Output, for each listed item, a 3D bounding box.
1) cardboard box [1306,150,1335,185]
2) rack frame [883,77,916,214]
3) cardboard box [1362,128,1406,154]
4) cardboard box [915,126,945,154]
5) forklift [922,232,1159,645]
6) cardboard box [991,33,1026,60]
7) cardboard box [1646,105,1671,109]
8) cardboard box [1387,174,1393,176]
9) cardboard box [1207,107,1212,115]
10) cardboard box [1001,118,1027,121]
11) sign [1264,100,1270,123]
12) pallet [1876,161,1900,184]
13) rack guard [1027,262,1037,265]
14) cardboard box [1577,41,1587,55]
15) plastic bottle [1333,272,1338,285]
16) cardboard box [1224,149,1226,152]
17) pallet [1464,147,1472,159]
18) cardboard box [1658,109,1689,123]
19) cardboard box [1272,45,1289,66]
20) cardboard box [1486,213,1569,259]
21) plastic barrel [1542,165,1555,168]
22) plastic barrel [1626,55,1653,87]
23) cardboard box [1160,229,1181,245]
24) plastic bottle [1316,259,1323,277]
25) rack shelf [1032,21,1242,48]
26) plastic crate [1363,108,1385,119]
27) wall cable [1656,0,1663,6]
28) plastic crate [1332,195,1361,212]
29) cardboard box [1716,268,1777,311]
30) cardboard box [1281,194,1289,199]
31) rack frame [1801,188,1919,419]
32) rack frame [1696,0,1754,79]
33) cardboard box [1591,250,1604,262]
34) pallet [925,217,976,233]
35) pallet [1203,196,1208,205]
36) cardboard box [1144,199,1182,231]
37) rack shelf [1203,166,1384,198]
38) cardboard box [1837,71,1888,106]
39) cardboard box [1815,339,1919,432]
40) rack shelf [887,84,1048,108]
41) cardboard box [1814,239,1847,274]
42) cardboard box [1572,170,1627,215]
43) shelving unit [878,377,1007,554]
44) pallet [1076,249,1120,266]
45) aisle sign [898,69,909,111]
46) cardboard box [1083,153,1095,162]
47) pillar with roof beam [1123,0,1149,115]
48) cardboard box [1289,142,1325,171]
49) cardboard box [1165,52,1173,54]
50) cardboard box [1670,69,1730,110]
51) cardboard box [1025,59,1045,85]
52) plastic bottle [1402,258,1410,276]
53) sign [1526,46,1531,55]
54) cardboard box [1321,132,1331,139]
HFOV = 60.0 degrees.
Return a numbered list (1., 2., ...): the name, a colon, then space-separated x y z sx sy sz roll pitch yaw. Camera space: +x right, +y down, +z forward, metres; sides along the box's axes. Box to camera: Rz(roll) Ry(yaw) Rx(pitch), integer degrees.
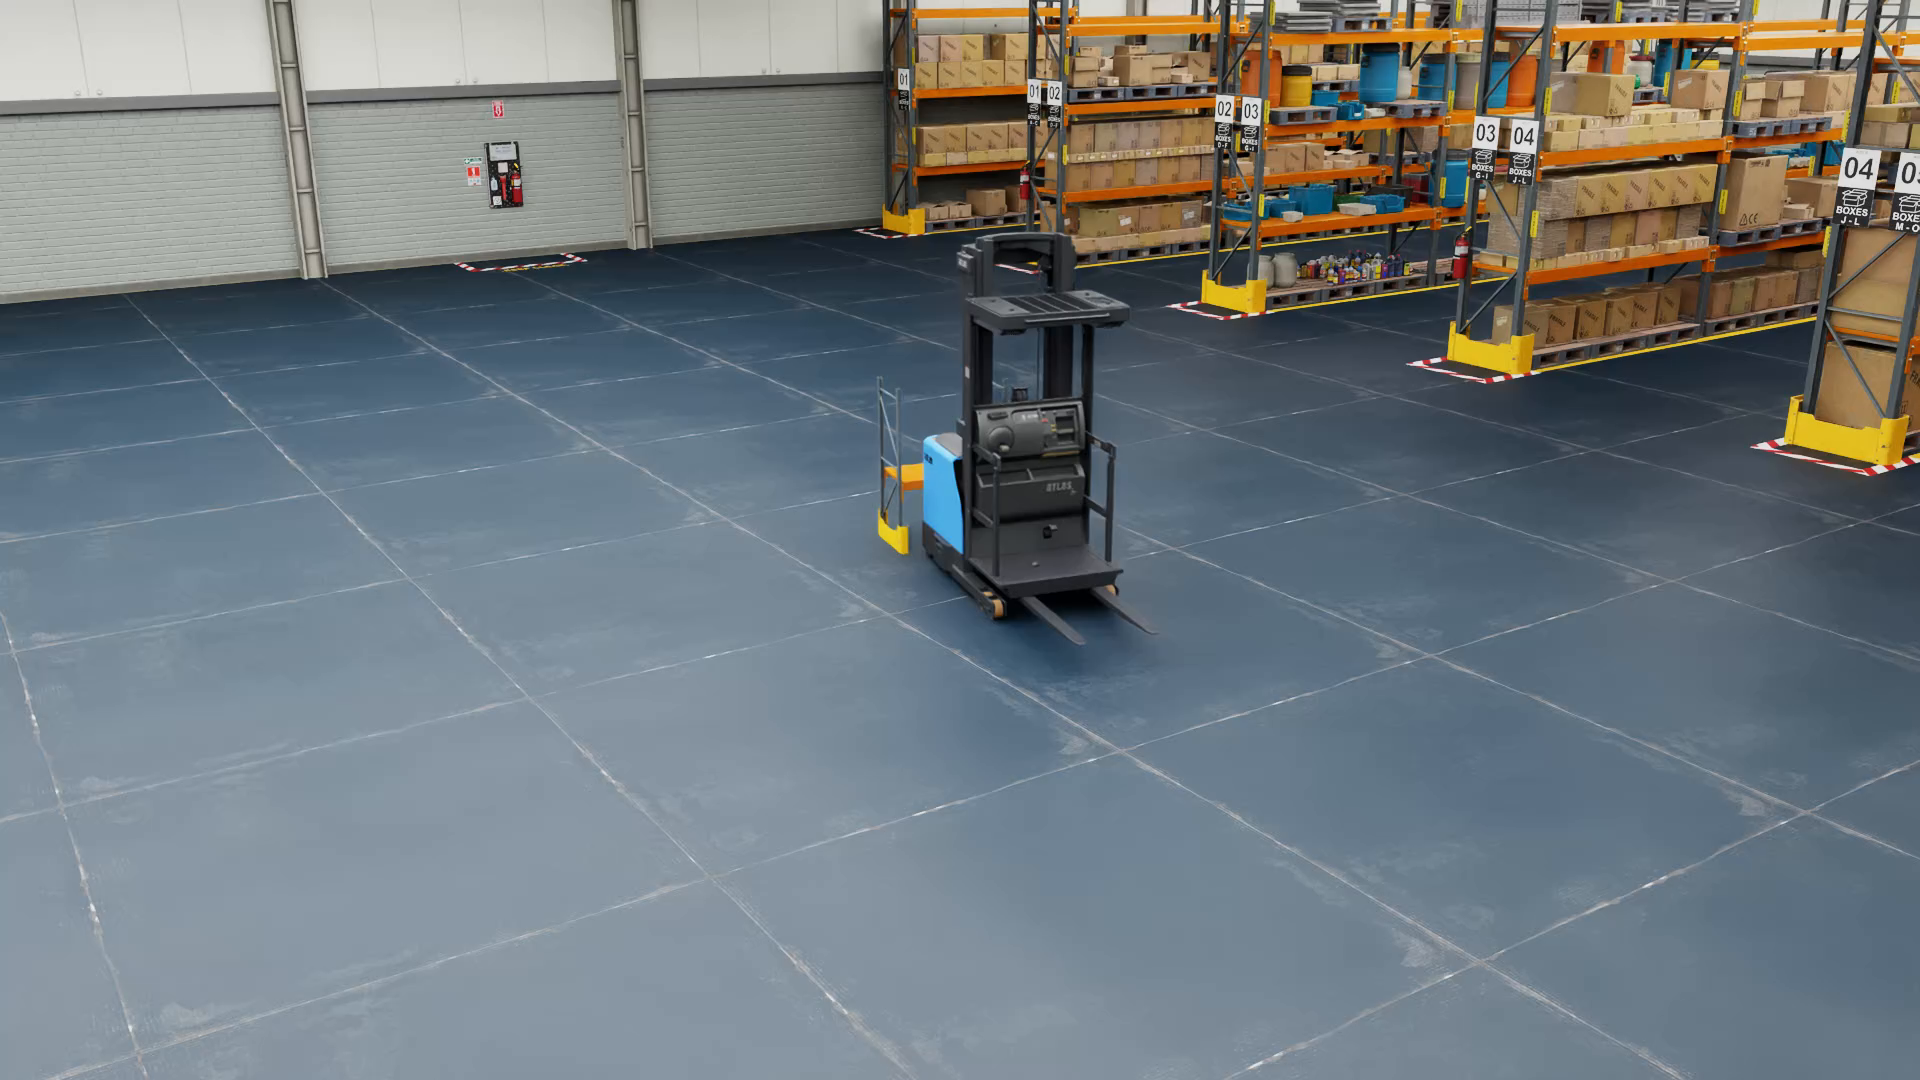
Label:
1. cardboard box: 8.342 -8.853 39.448 0.750 0.750 0.750 -12 22 -31
2. rack frame: -1.209 -7.708 33.361 0.127 3.000 1.000 -12 22 -31
3. cardboard box: 8.664 -8.180 33.946 0.700 0.500 0.500 14 23 35
4. cardboard box: -0.645 -8.005 33.272 0.500 0.500 0.500 -12 22 -31
5. forklift: 0.654 -0.898 13.325 1.130 2.935 3.031 -7 20 -19
6. cardboard box: 0.980 -10.009 33.735 0.500 0.500 0.500 -13 23 -33
7. cardboard box: 9.679 -5.937 23.049 0.250 0.149 0.380 -13 23 -34
8. cardboard box: 10.346 -9.118 40.779 0.500 0.500 0.700 -11 22 -30
9. cardboard box: 5.709 -9.819 37.783 0.500 0.250 0.500 -11 22 -30
10. cardboard box: 1.190 -8.589 34.999 0.500 0.500 0.500 -12 22 -32
11. sign: 4.539 -6.335 24.603 0.005 0.325 0.100 -12 22 -31
12. pallet: 10.221 -3.901 17.555 1.213 0.211 1.003 -12 22 -31
13. rack guard: 1.499 -5.195 29.831 0.348 0.500 1.175 -12 22 -31
14. cardboard box: 13.170 -10.804 36.117 0.500 0.500 0.700 -12 22 -31
15. plastic bottle: 6.012 -4.195 26.652 0.097 0.201 0.097 0 19 0
16. cardboard box: 4.750 -7.338 31.096 0.250 0.149 0.380 -12 22 -31
17. pallet: 10.813 -8.295 35.396 1.213 0.211 1.003 -12 22 -31
18. cardboard box: 9.540 -5.697 22.339 0.250 0.149 0.380 -13 22 -33
19. cardboard box: 5.859 -9.197 31.489 0.500 0.500 0.500 -10 21 -26
20. cardboard box: 7.438 -4.011 21.805 0.500 0.500 0.875 -12 22 -31
21. plastic barrel: 10.180 -6.282 28.968 0.421 0.512 0.421 0 19 0
22. plastic barrel: 12.319 -8.504 30.164 0.433 0.535 0.433 0 19 0
23. cardboard box: 3.760 -5.667 30.961 0.500 0.250 0.500 -12 22 -31
24. plastic bottle: 5.874 -4.478 27.374 0.135 0.276 0.152 -13 22 -33
25. rack shelf: 3.189 -9.048 29.704 4.000 0.370 1.077 -12 22 -31
26. plastic crate: 6.462 -6.668 26.012 0.396 0.136 0.243 -12 22 -31
27. wall cable: 18.562 -14.467 40.948 0.112 2.526 3.097 -12 22 -31
28. plastic crate: 6.292 -5.499 27.157 0.662 0.188 0.450 -12 22 -31
29. cardboard box: 11.705 -3.742 24.846 0.500 0.500 0.700 -14 23 -36
30. cardboard box: 6.740 -6.757 33.310 0.500 0.311 0.500 -13 22 -33
31. rack frame: 9.607 -2.389 17.627 0.127 3.000 1.000 -12 22 -31
32. rack frame: 14.262 -10.014 30.814 0.127 3.000 1.000 -12 22 -31
33. cardboard box: 8.373 -3.823 22.260 0.250 0.149 0.380 -12 22 -31
34. pallet: -0.447 -6.534 34.242 1.213 0.211 1.003 -12 22 -31
35. pallet: 4.819 -7.659 37.570 1.213 0.211 1.003 -12 22 -31
36. cardboard box: 3.753 -6.026 30.851 0.500 0.500 0.500 -12 22 -31
37. rack shelf: 6.530 -7.100 32.685 4.000 0.370 1.077 -12 22 -31
38. cardboard box: 13.384 -6.697 24.749 0.500 0.500 0.500 -11 22 -30
39. cardboard box: 10.137 -1.718 18.305 0.875 0.875 0.875 -12 22 -31
40. rack shelf: 0.462 -9.140 34.038 4.000 0.370 1.077 -12 22 -31
41. cardboard box: 14.233 -4.451 26.388 0.875 0.875 1.225 -13 23 -34
42. cardboard box: 8.411 -4.594 21.968 0.500 0.500 0.500 -12 22 -31
43. shelving unit: -0.149 -0.740 15.093 1.083 1.500 0.587 -8 20 -22
44. pallet: 2.134 -5.209 30.322 1.213 0.211 1.003 -12 22 -31
45. aisle sign: -1.104 -8.847 32.670 0.004 0.787 0.394 -12 22 -31
46. cardboard box: 2.184 -6.797 29.497 0.250 0.149 0.380 -13 22 -33
47. pillar with roof beam: 6.279 -10.810 33.169 0.400 9.000 9.100 -12 22 -31
48. cardboard box: 6.808 -7.540 32.708 0.500 0.500 0.500 -13 23 -34
49. cardboard box: 4.745 -10.530 36.836 0.500 0.500 0.500 -12 22 -31
50. cardboard box: 10.069 -6.136 22.628 0.500 0.500 0.500 -13 22 -33
51. cardboard box: 1.417 -9.650 34.233 0.500 0.500 0.500 -14 23 -36
52. plastic bottle: 7.360 -4.511 27.459 0.133 0.283 0.061 -11 21 -29
53. sign: 11.849 -10.202 34.632 0.005 0.325 0.100 -12 22 -31
54. cardboard box: 8.489 -9.526 39.100 0.250 0.149 0.380 -11 22 -30
